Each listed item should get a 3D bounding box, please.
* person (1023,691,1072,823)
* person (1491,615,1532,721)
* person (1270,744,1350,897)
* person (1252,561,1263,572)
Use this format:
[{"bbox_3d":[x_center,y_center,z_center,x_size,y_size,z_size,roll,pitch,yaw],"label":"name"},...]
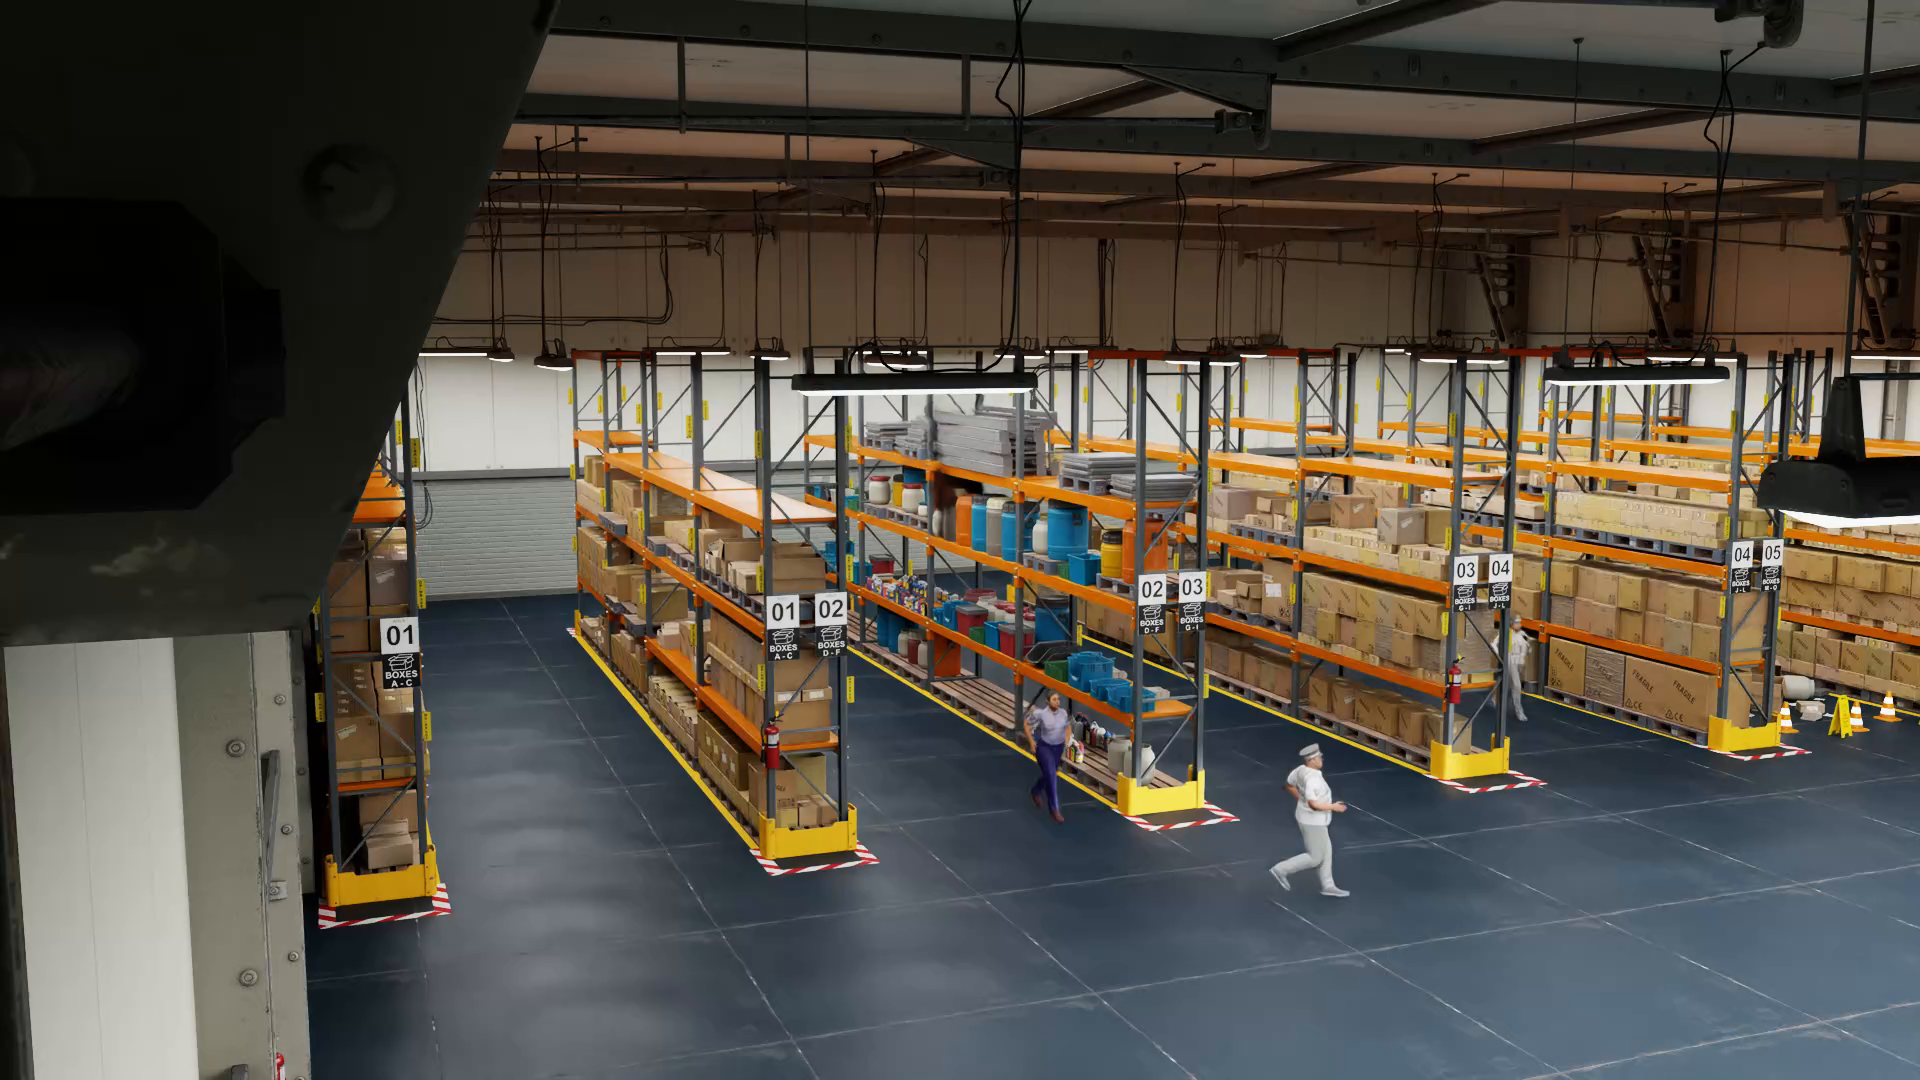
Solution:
[{"bbox_3d":[1.189,2.804,21.903,0.609,1.684,0.886,-5,9,-34],"label":"person"},{"bbox_3d":[9.168,2.074,27.543,0.578,1.732,0.834,-3,8,-26],"label":"person"},{"bbox_3d":[3.927,3.145,18.618,0.923,1.767,0.663,0,7,0],"label":"person"},{"bbox_3d":[7.478,0.378,41.311,0.618,1.672,0.779,5,8,33],"label":"person"}]
